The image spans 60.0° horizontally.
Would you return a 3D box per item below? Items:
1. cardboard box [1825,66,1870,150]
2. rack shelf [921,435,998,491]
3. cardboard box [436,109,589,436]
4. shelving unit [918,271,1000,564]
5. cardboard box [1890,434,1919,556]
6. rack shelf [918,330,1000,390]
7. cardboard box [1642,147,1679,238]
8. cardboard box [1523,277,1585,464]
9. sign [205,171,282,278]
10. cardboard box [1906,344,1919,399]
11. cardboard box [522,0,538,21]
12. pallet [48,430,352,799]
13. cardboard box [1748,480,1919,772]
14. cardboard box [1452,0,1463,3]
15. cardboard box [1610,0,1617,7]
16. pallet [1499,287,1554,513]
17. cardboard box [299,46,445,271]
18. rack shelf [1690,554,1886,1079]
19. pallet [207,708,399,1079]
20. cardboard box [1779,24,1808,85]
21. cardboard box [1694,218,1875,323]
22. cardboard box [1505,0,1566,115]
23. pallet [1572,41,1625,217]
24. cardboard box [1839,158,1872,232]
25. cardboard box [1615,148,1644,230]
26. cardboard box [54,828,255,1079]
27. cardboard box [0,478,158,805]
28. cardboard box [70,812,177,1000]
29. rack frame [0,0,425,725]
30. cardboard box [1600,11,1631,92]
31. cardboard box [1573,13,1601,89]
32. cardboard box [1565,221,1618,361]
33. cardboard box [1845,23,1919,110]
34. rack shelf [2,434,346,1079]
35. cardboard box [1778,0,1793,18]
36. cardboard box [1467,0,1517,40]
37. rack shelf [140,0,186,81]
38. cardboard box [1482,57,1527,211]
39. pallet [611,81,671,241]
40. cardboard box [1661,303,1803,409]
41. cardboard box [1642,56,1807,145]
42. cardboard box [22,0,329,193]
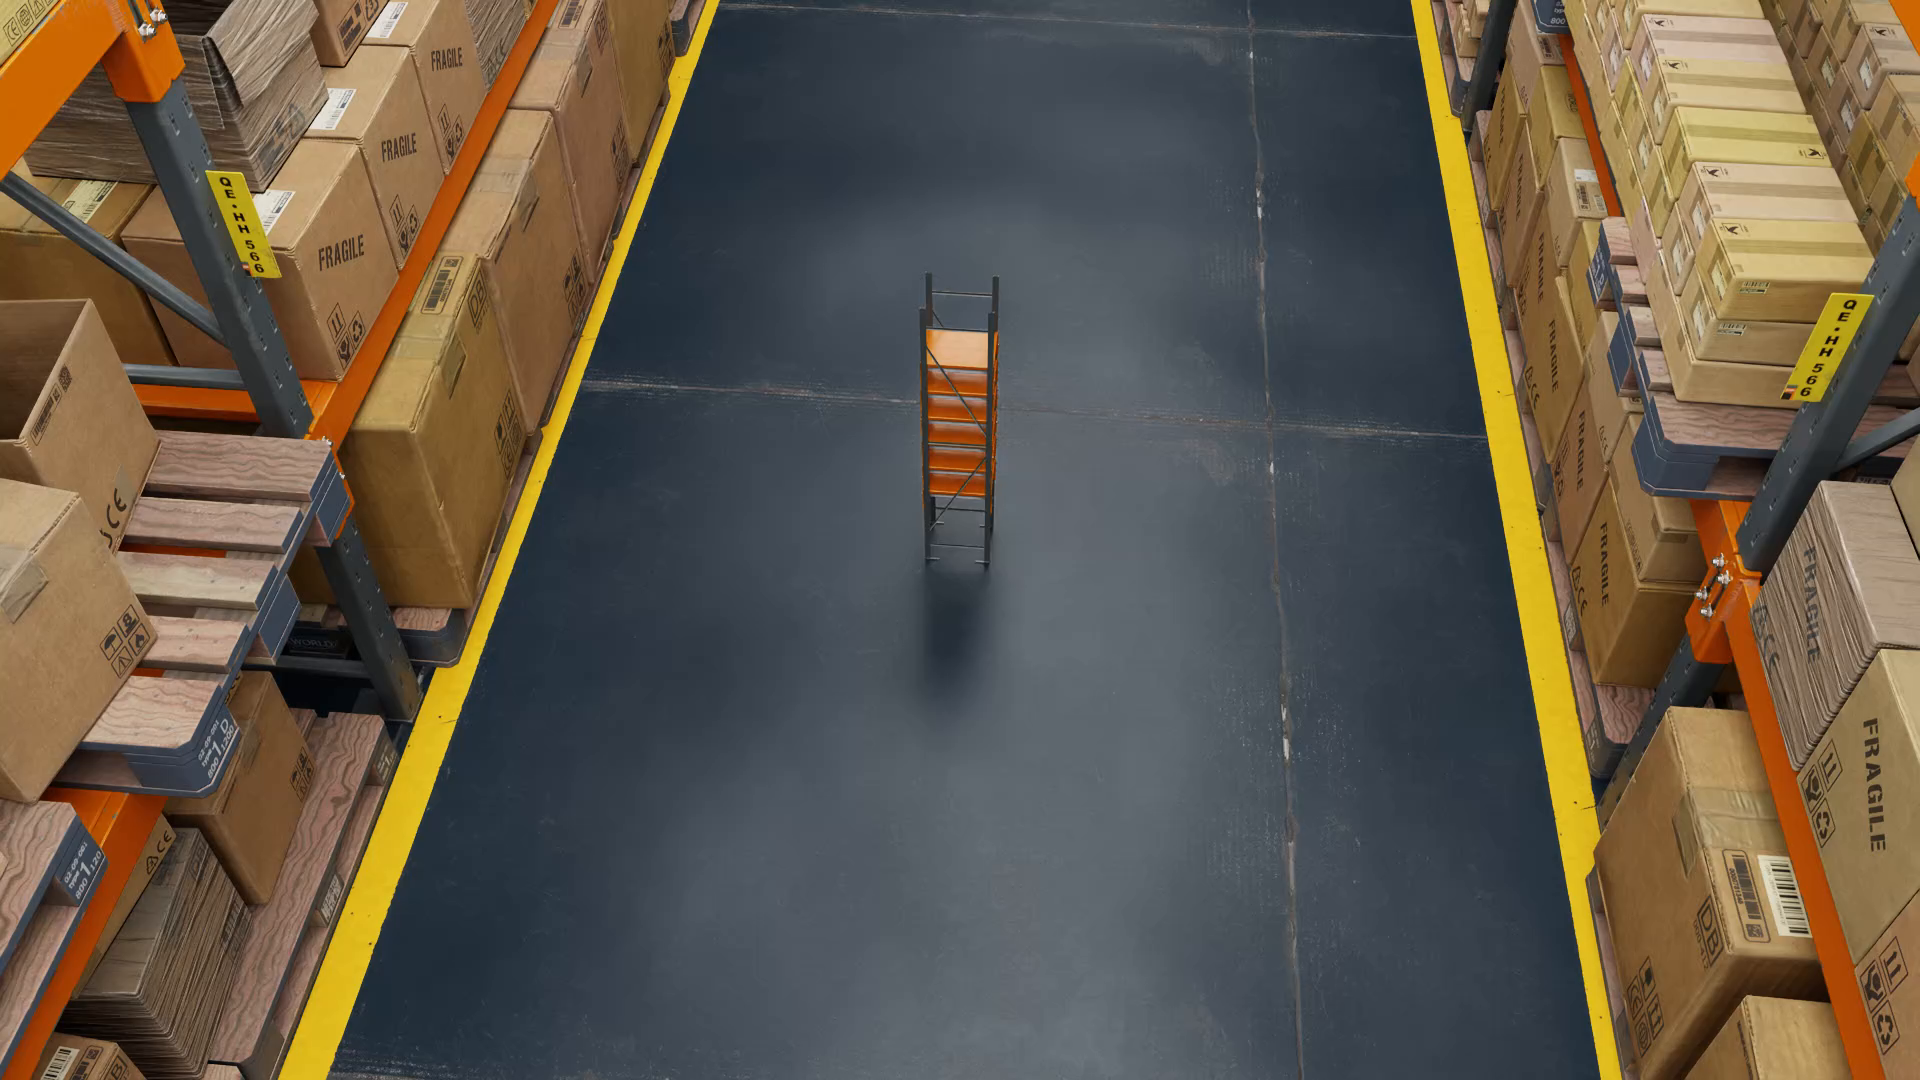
[{"bbox_3d":[2.907,-1.317,5.106,0.380,0.149,0.250,4,48,4],"label":"cardboard box"},{"bbox_3d":[-0.001,-0.283,5.919,0.258,0.103,0.180,4,48,4],"label":"rack shelf"},{"bbox_3d":[-2.185,-1.046,6.329,1.225,0.875,0.875,4,48,4],"label":"cardboard box"},{"bbox_3d":[-0.001,-0.394,5.798,0.258,1.200,0.189,4,48,4],"label":"shelving unit"},{"bbox_3d":[2.522,-0.095,3.559,0.700,0.500,0.500,4,48,3],"label":"cardboard box"},{"bbox_3d":[-0.001,-0.607,5.565,0.258,0.103,0.180,4,48,4],"label":"rack shelf"},{"bbox_3d":[2.208,-0.994,4.811,0.380,0.149,0.250,5,48,4],"label":"cardboard box"},{"bbox_3d":[2.455,-0.624,6.197,0.500,0.500,0.500,2,48,2],"label":"cardboard box"},{"bbox_3d":[-1.816,-0.796,4.214,0.100,0.325,0.005,4,48,4],"label":"sign"},{"bbox_3d":[2.814,-0.426,4.492,0.380,0.149,0.250,3,48,3],"label":"cardboard box"},{"bbox_3d":[-1.856,-2.325,6.276,0.500,0.500,0.500,3,48,3],"label":"cardboard box"},{"bbox_3d":[-2.316,0.134,4.224,1.213,0.211,1.003,4,48,4],"label":"pallet"},{"bbox_3d":[2.263,0.224,3.944,0.500,0.500,0.500,4,48,4],"label":"cardboard box"},{"bbox_3d":[2.700,-2.867,8.487,0.380,0.149,0.250,2,48,2],"label":"cardboard box"},{"bbox_3d":[2.305,-1.843,5.386,0.380,0.149,0.250,5,48,5],"label":"cardboard box"},{"bbox_3d":[2.759,-0.581,6.638,1.003,0.211,1.213,4,48,4],"label":"pallet"},{"bbox_3d":[-1.998,-1.213,5.259,0.500,0.500,0.500,3,48,2],"label":"cardboard box"},{"bbox_3d":[2.390,1.659,3.187,1.077,0.370,4.000,4,48,4],"label":"rack shelf"},{"bbox_3d":[-2.430,1.054,5.143,1.003,0.211,1.213,4,48,4],"label":"pallet"},{"bbox_3d":[2.958,-1.591,5.558,0.380,0.149,0.250,2,48,2],"label":"cardboard box"},{"bbox_3d":[2.161,-0.702,4.342,0.380,0.149,0.250,2,48,2],"label":"cardboard box"},{"bbox_3d":[2.607,-2.019,6.965,0.500,0.250,0.500,2,48,2],"label":"cardboard box"},{"bbox_3d":[2.712,-1.446,5.670,1.003,0.211,1.213,4,48,4],"label":"pallet"},{"bbox_3d":[2.886,-1.020,5.035,0.380,0.149,0.250,6,48,5],"label":"cardboard box"},{"bbox_3d":[2.234,-1.058,5.071,0.380,0.149,0.250,3,48,3],"label":"cardboard box"},{"bbox_3d":[-2.437,1.136,4.574,0.700,0.500,0.500,0,48,0],"label":"cardboard box"},{"bbox_3d":[-2.318,0.180,3.701,0.700,0.500,0.500,10,48,9],"label":"cardboard box"},{"bbox_3d":[-2.427,0.866,4.313,0.500,0.250,0.500,9,48,8],"label":"cardboard box"},{"bbox_3d":[-2.358,-0.461,4.639,1.000,3.000,0.127,4,48,4],"label":"rack frame"},{"bbox_3d":[2.280,-1.553,5.321,0.380,0.149,0.250,5,48,5],"label":"cardboard box"},{"bbox_3d":[2.303,-1.646,5.609,0.380,0.149,0.250,2,48,2],"label":"cardboard box"},{"bbox_3d":[2.471,-0.869,5.913,0.500,0.250,0.500,5,48,4],"label":"cardboard box"},{"bbox_3d":[2.904,-1.409,4.988,0.380,0.149,0.250,6,48,5],"label":"cardboard box"},{"bbox_3d":[-2.540,1.251,3.560,1.077,0.370,4.000,4,48,4],"label":"rack shelf"},{"bbox_3d":[2.981,-1.876,5.617,0.380,0.149,0.250,4,48,4],"label":"cardboard box"},{"bbox_3d":[2.649,-2.526,7.973,0.380,0.149,0.250,5,48,4],"label":"cardboard box"},{"bbox_3d":[-2.175,-2.701,5.142,1.077,0.370,4.000,4,48,4],"label":"rack shelf"},{"bbox_3d":[2.606,-1.766,7.242,0.500,0.500,0.500,6,48,5],"label":"cardboard box"},{"bbox_3d":[-1.988,-1.887,7.833,1.003,0.211,1.213,4,48,4],"label":"pallet"},{"bbox_3d":[2.160,-0.504,4.564,0.380,0.149,0.250,5,48,4],"label":"cardboard box"},{"bbox_3d":[2.230,-1.276,4.866,0.380,0.149,0.250,5,48,5],"label":"cardboard box"},{"bbox_3d":[-2.275,-1.370,4.723,0.797,0.503,0.637,5,48,5],"label":"cardboard box"}]
